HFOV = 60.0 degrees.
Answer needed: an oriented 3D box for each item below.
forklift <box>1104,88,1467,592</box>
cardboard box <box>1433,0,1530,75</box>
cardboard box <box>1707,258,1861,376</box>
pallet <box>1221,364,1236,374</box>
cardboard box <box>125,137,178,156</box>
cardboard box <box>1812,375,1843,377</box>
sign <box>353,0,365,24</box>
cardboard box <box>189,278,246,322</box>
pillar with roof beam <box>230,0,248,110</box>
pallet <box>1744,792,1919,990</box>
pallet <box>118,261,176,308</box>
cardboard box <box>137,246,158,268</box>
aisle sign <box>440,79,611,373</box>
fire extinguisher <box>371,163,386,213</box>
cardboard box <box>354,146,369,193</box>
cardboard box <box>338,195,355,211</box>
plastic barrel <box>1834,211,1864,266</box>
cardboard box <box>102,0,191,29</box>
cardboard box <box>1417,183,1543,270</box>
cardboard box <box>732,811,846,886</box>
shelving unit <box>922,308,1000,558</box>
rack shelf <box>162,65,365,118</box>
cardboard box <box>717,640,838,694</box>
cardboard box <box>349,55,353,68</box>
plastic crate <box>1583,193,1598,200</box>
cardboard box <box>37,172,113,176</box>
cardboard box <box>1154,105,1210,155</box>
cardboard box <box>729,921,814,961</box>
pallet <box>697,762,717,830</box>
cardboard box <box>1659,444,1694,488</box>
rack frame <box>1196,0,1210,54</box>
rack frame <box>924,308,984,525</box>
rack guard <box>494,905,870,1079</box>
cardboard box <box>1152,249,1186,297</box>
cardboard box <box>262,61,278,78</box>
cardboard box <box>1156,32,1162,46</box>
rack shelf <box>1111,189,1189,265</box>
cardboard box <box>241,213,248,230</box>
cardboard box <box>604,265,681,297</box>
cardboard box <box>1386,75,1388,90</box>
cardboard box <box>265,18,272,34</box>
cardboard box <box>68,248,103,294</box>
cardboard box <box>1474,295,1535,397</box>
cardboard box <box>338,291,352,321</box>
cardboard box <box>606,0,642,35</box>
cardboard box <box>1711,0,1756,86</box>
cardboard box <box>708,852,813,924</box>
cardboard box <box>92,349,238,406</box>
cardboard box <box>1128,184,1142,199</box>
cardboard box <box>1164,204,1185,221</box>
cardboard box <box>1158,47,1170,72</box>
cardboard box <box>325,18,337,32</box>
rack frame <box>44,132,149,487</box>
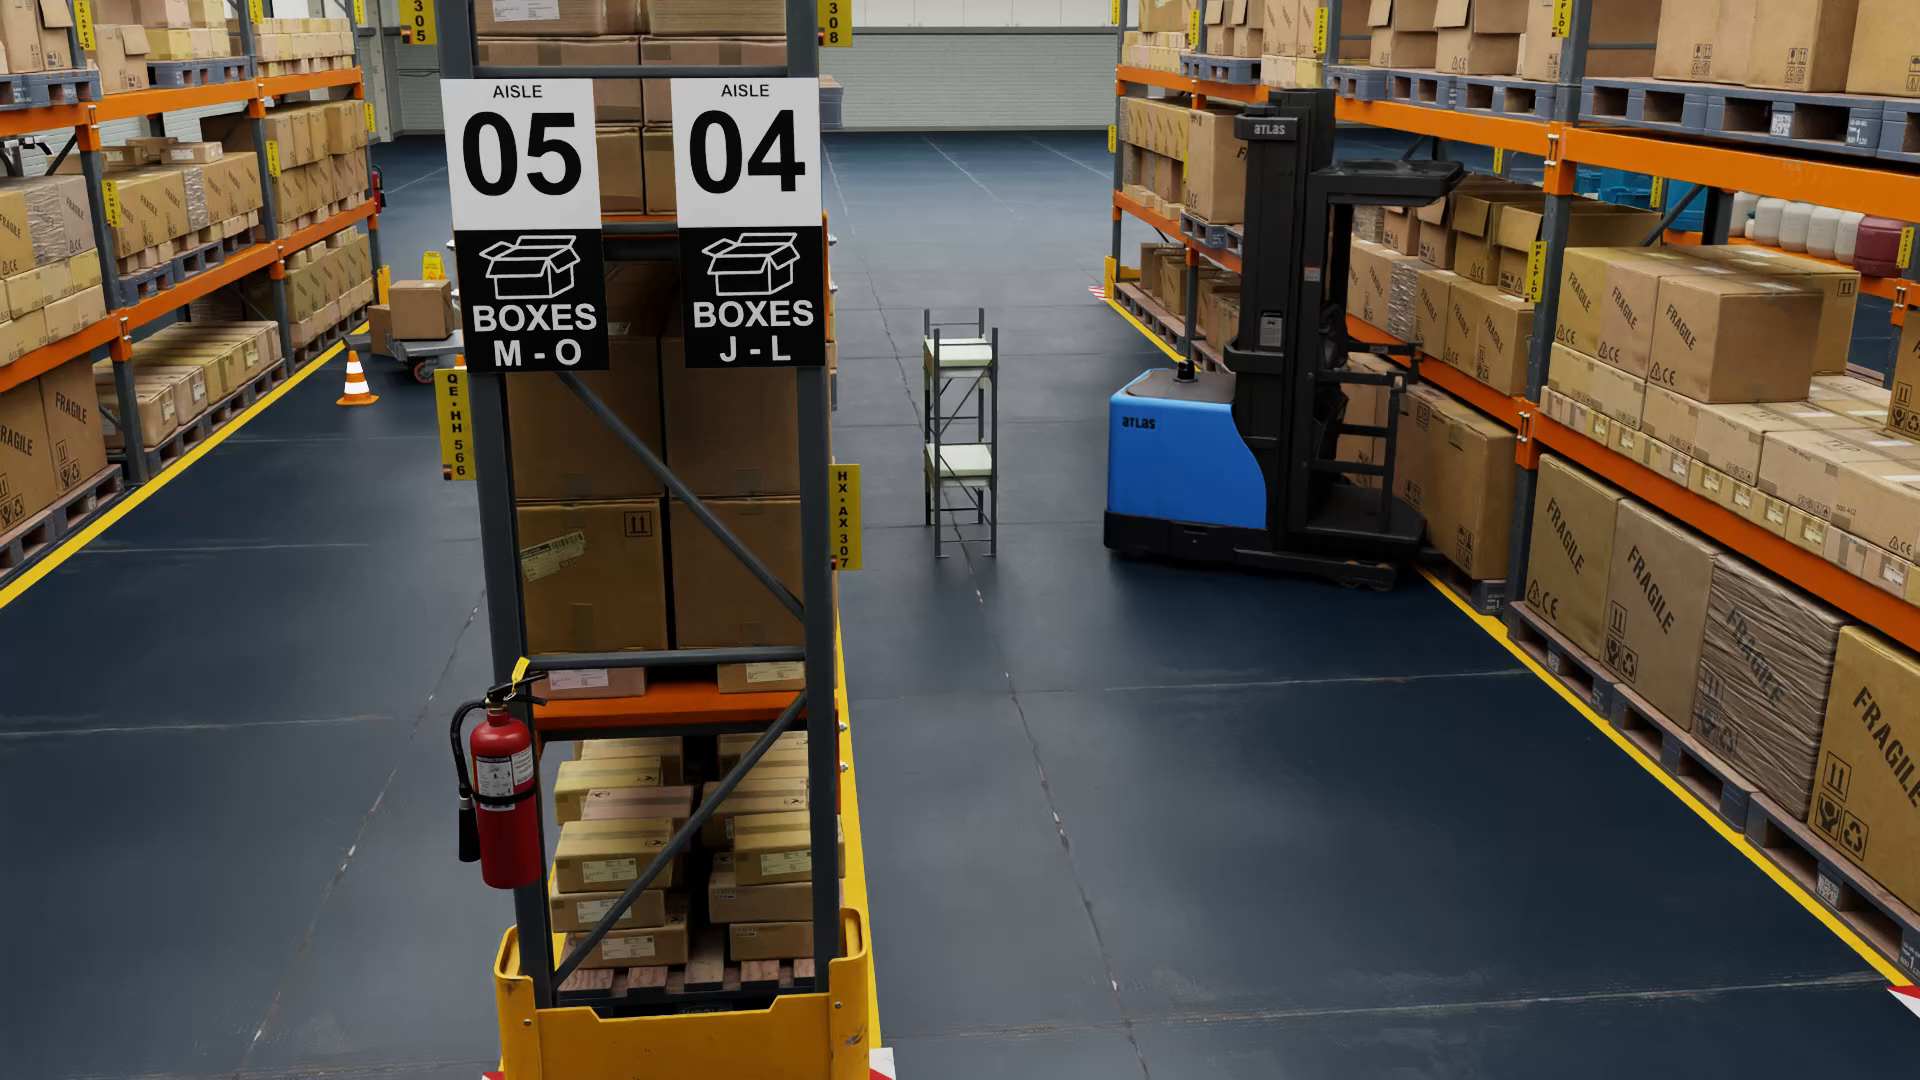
[{"bbox_3d":[2.507,-1.261,10.302,3.031,2.935,1.130,7,19,20],"label":"forklift"},{"bbox_3d":[3.467,-3.215,10.530,0.797,0.503,0.637,-2,18,-6],"label":"cardboard box"},{"bbox_3d":[4.009,-1.101,8.178,0.500,0.500,0.500,-2,18,-5],"label":"cardboard box"},{"bbox_3d":[3.033,-1.408,15.309,1.003,0.211,1.213,-2,18,-6],"label":"pallet"},{"bbox_3d":[-7.338,-3.577,15.114,0.380,0.149,0.250,-2,18,-6],"label":"cardboard box"},{"bbox_3d":[4.010,-0.744,8.292,0.500,0.250,0.500,-1,17,-4],"label":"cardboard box"},{"bbox_3d":[-6.893,-6.085,19.065,0.100,0.325,0.005,-2,18,-6],"label":"sign"},{"bbox_3d":[-7.363,-2.442,16.587,0.500,0.500,0.500,-2,18,-6],"label":"cardboard box"},{"bbox_3d":[-10.783,-12.188,34.977,9.100,9.000,0.400,-2,18,-6],"label":"pillar with roof beam"},{"bbox_3d":[3.900,1.335,6.571,1.003,0.211,1.213,-2,18,-6],"label":"pallet"},{"bbox_3d":[-6.801,-1.954,12.714,1.213,0.211,1.003,-2,18,-6],"label":"pallet"},{"bbox_3d":[-6.449,-2.188,12.856,0.380,0.149,0.250,-3,18,-9],"label":"cardboard box"},{"bbox_3d":[-1.175,-0.845,4.522,0.394,0.787,0.004,-2,18,-6],"label":"aisle sign"},{"bbox_3d":[-7.001,-4.231,19.777,0.296,0.674,0.183,-2,18,-6],"label":"fire extinguisher"},{"bbox_3d":[-7.117,-4.256,19.064,0.500,0.500,0.500,-2,18,-7],"label":"cardboard box"},{"bbox_3d":[-6.998,-3.770,18.599,0.380,0.149,0.250,-1,17,-5],"label":"cardboard box"},{"bbox_3d":[7.843,-2.649,14.420,0.421,0.512,0.421,0,17,0],"label":"plastic barrel"},{"bbox_3d":[-6.721,-4.355,13.747,0.500,0.250,0.500,-1,17,-5],"label":"cardboard box"},{"bbox_3d":[3.435,-2.057,10.879,0.797,0.503,0.637,-1,17,-4],"label":"cardboard box"},{"bbox_3d":[-0.600,1.073,5.816,0.380,0.149,0.250,-3,18,-8],"label":"cardboard box"},{"bbox_3d":[-0.001,-0.718,10.959,0.431,1.500,0.755,-2,18,-6],"label":"shelving unit"},{"bbox_3d":[-7.241,-4.712,17.371,1.077,0.370,4.000,-2,18,-6],"label":"rack shelf"},{"bbox_3d":[-0.591,0.377,5.387,0.380,0.149,0.250,-2,18,-6],"label":"cardboard box"},{"bbox_3d":[-7.132,-5.434,18.888,0.380,0.149,0.250,-2,18,-5],"label":"cardboard box"},{"bbox_3d":[7.330,-3.838,18.833,0.530,0.136,0.437,-2,18,-6],"label":"plastic crate"},{"bbox_3d":[-7.063,-2.657,13.269,0.500,0.500,0.500,-3,18,-9],"label":"cardboard box"},{"bbox_3d":[2.399,-4.425,17.930,0.500,0.500,0.500,-2,18,-6],"label":"cardboard box"},{"bbox_3d":[-0.619,1.358,5.903,0.380,0.149,0.250,-1,17,-5],"label":"cardboard box"},{"bbox_3d":[-1.063,1.066,7.429,1.003,0.211,1.213,-2,18,-6],"label":"pallet"},{"bbox_3d":[3.482,-0.347,7.692,0.380,0.149,0.250,-2,17,-5],"label":"cardboard box"},{"bbox_3d":[2.823,-6.197,15.892,1.000,3.000,0.127,-2,18,-6],"label":"rack frame"},{"bbox_3d":[-0.038,-0.827,11.306,0.400,1.500,0.023,-2,18,-6],"label":"rack frame"},{"bbox_3d":[-0.892,1.534,5.457,1.175,0.500,0.348,-2,18,-6],"label":"rack guard"},{"bbox_3d":[2.553,-3.170,19.740,0.500,0.500,0.500,3,18,9],"label":"cardboard box"},{"bbox_3d":[-6.792,-4.520,15.978,0.380,0.149,0.250,-2,18,-6],"label":"cardboard box"},{"bbox_3d":[2.381,-5.525,18.346,0.380,0.149,0.250,-2,18,-6],"label":"cardboard box"},{"bbox_3d":[2.616,-3.587,18.796,1.077,0.370,4.000,-2,18,-6],"label":"rack shelf"},{"bbox_3d":[-6.697,-2.885,15.077,0.380,0.149,0.250,-2,18,-7],"label":"cardboard box"},{"bbox_3d":[-1.293,-0.737,6.184,0.500,0.500,0.500,-1,17,-3],"label":"cardboard box"},{"bbox_3d":[3.440,-3.650,13.038,0.500,0.250,0.500,-1,17,-5],"label":"cardboard box"},{"bbox_3d":[-6.798,-4.900,15.859,0.380,0.149,0.250,-1,17,-4],"label":"cardboard box"},{"bbox_3d":[-6.319,-1.867,11.532,0.500,0.250,0.500,-2,18,-6],"label":"cardboard box"},{"bbox_3d":[3.328,-1.130,9.600,0.500,0.500,0.500,-2,18,-5],"label":"cardboard box"},{"bbox_3d":[-6.991,-2.566,18.231,0.500,0.250,0.500,-2,18,-8],"label":"cardboard box"},{"bbox_3d":[-1.160,-1.590,4.977,0.380,0.149,0.250,-2,17,-5],"label":"cardboard box"},{"bbox_3d":[3.839,-2.286,7.408,0.700,0.500,0.500,-1,17,-3],"label":"cardboard box"},{"bbox_3d":[-0.682,1.218,5.852,0.380,0.149,0.250,-1,17,-3],"label":"cardboard box"},{"bbox_3d":[-6.827,-1.397,14.307,0.950,0.372,0.625,-1,17,-4],"label":"cardboard box"},{"bbox_3d":[2.220,-4.164,19.852,0.380,0.149,0.250,-2,18,-6],"label":"cardboard box"},{"bbox_3d":[2.389,-3.492,17.711,0.380,0.149,0.250,-2,18,-6],"label":"cardboard box"},{"bbox_3d":[2.415,-5.129,17.750,0.500,0.250,0.500,-2,18,-6],"label":"cardboard box"},{"bbox_3d":[-7.086,-5.667,18.299,0.380,0.149,0.250,-2,18,-6],"label":"cardboard box"},{"bbox_3d":[-6.622,-1.837,12.019,1.000,3.000,0.127,-2,18,-6],"label":"rack frame"}]
